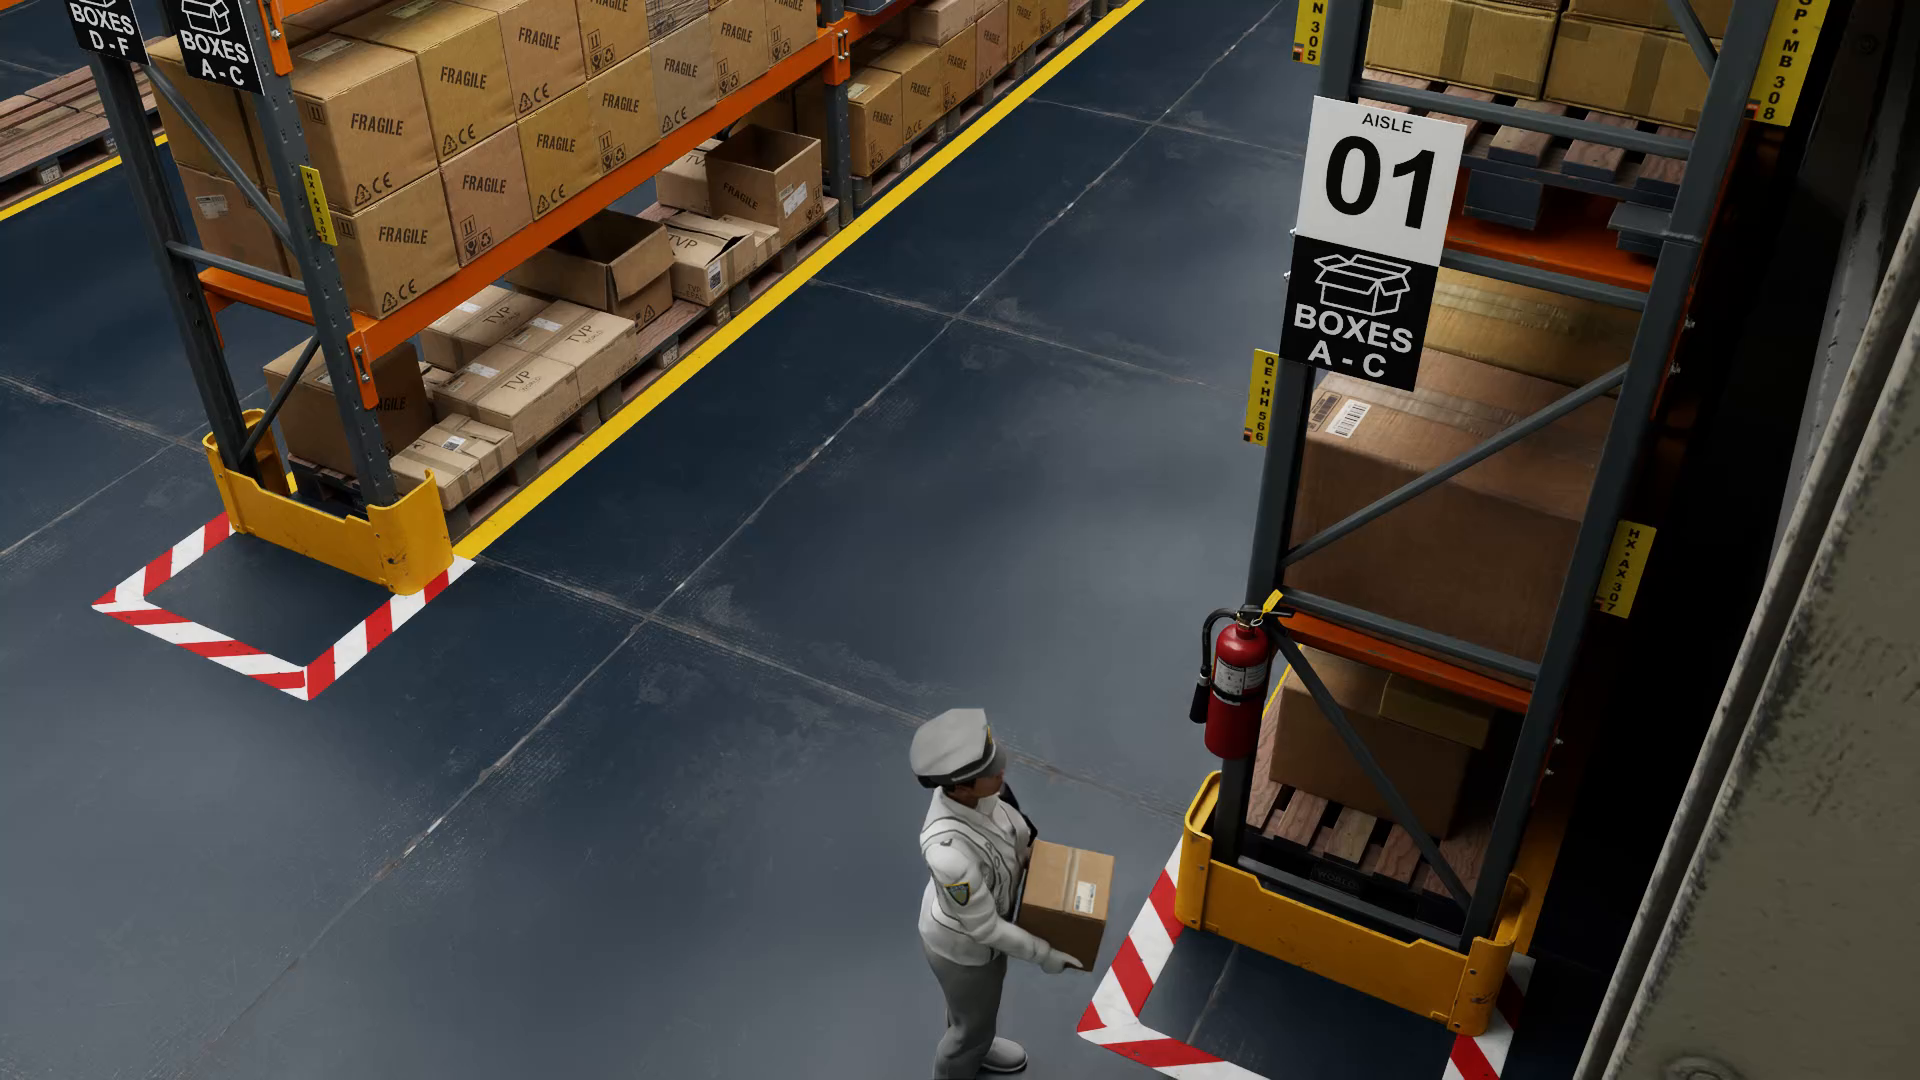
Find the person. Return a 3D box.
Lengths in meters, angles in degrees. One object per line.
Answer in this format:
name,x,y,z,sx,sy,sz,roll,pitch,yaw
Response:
person,0.124,1.198,5.111,0.539,1.690,0.456,6,39,8
